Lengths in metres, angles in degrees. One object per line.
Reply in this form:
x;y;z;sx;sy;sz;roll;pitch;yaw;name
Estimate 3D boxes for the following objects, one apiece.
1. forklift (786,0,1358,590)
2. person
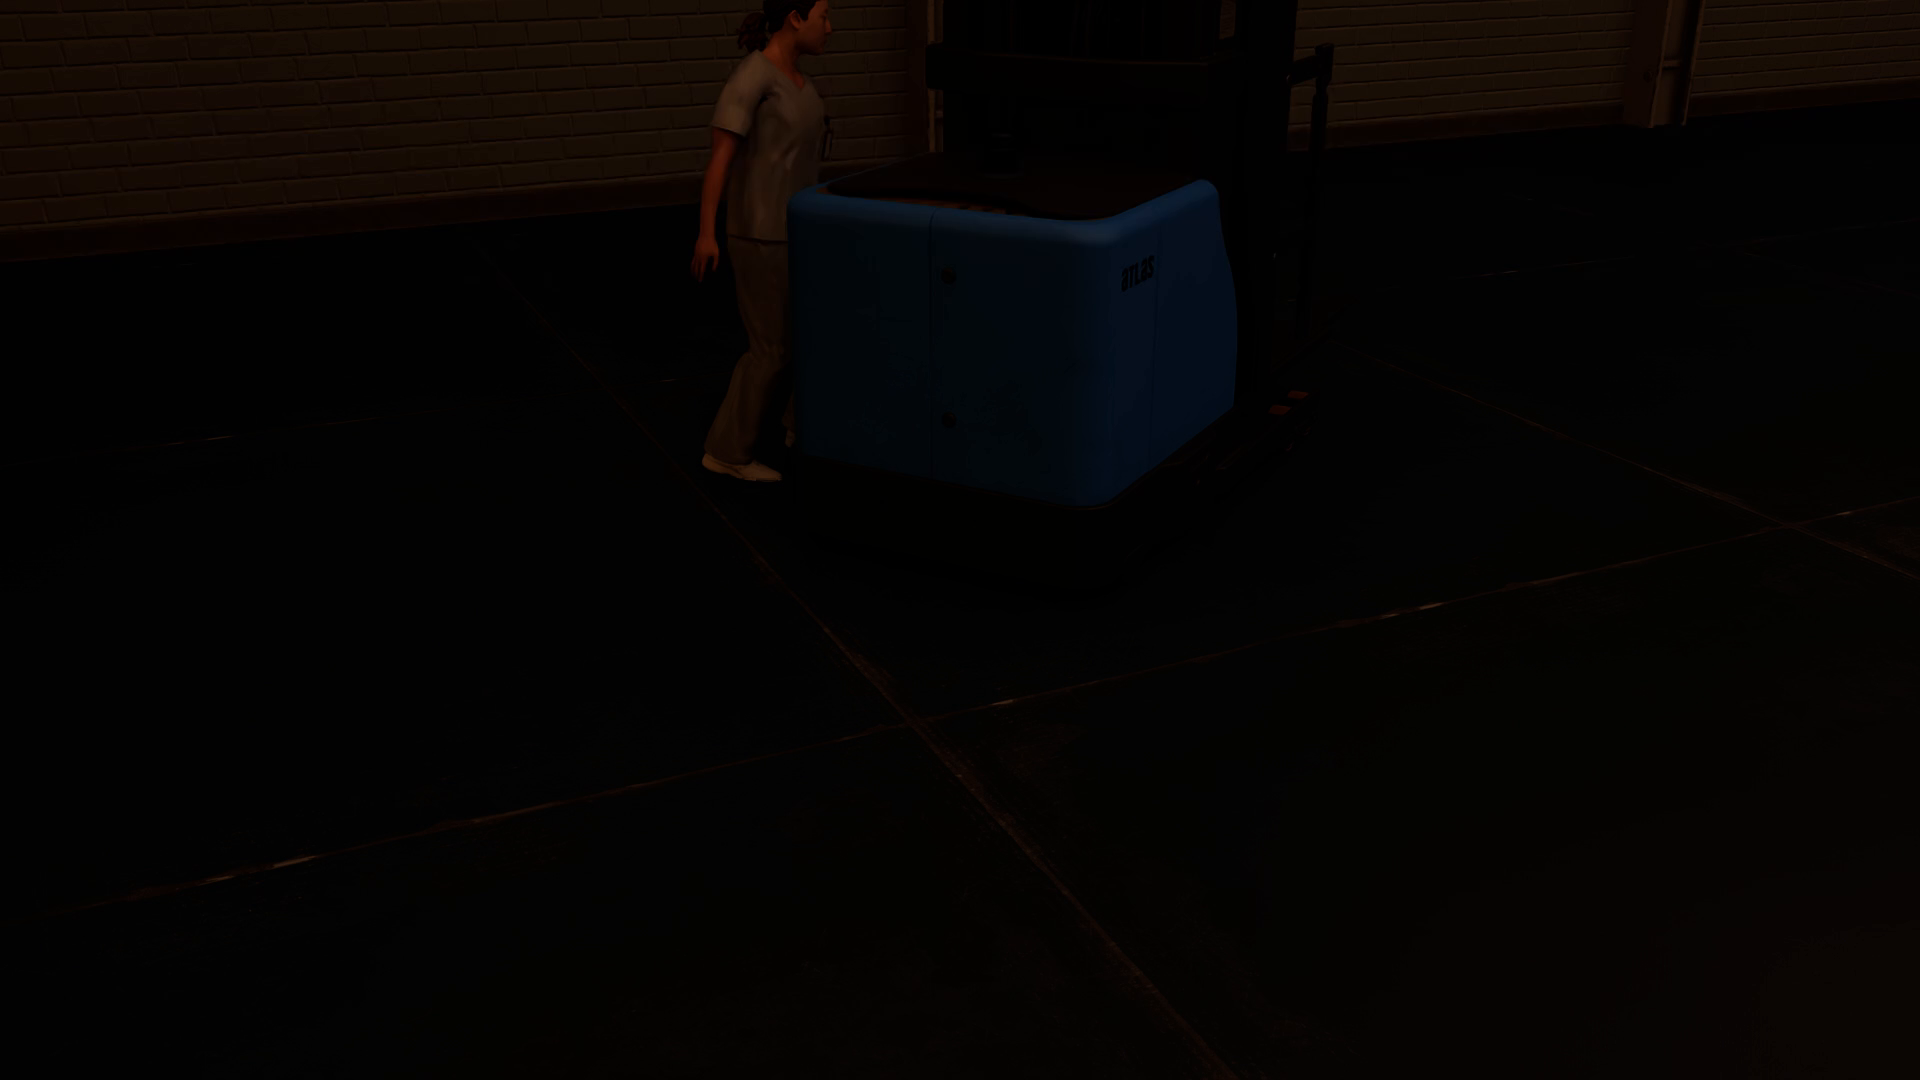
0.649;-1.740;5.475;1.130;2.935;3.031;12;25;27;forklift
-0.623;-0.999;5.436;0.424;1.642;0.799;10;25;23;person
